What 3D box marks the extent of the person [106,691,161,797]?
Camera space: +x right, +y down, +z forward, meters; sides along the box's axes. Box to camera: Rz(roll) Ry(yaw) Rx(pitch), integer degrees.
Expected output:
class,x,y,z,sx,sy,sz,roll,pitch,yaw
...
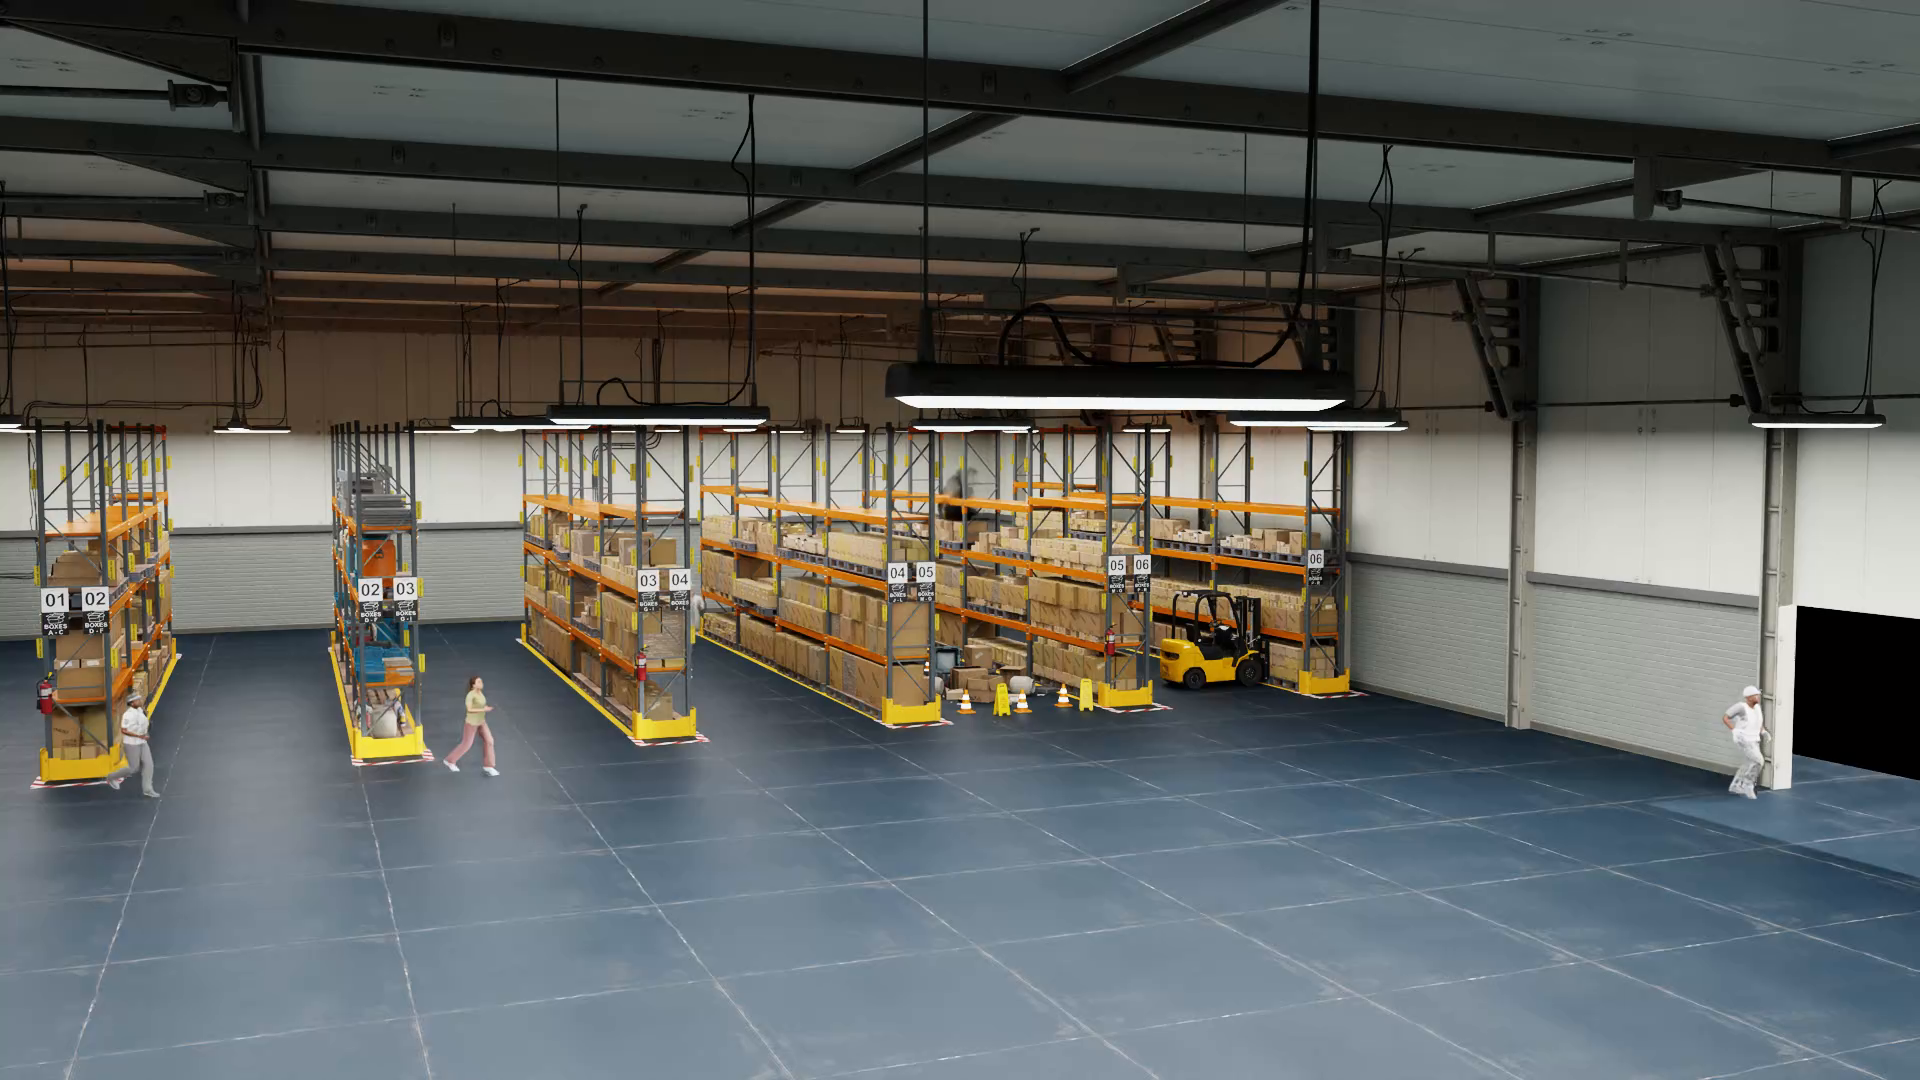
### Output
class,x,y,z,sx,sy,sz,roll,pitch,yaw
person,-13.126,3.247,26.405,0.839,1.708,0.595,0,4,4

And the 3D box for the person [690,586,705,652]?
class,x,y,z,sx,sy,sz,roll,pitch,yaw
person,-7.026,2.128,43.669,0.666,1.842,0.796,-1,4,-19

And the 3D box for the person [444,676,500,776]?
class,x,y,z,sx,sy,sz,roll,pitch,yaw
person,-8.236,3.132,28.077,0.939,1.704,0.582,1,4,14

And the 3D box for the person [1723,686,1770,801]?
class,x,y,z,sx,sy,sz,roll,pitch,yaw
person,12.487,3.199,26.309,0.698,1.778,0.647,-2,4,-33
